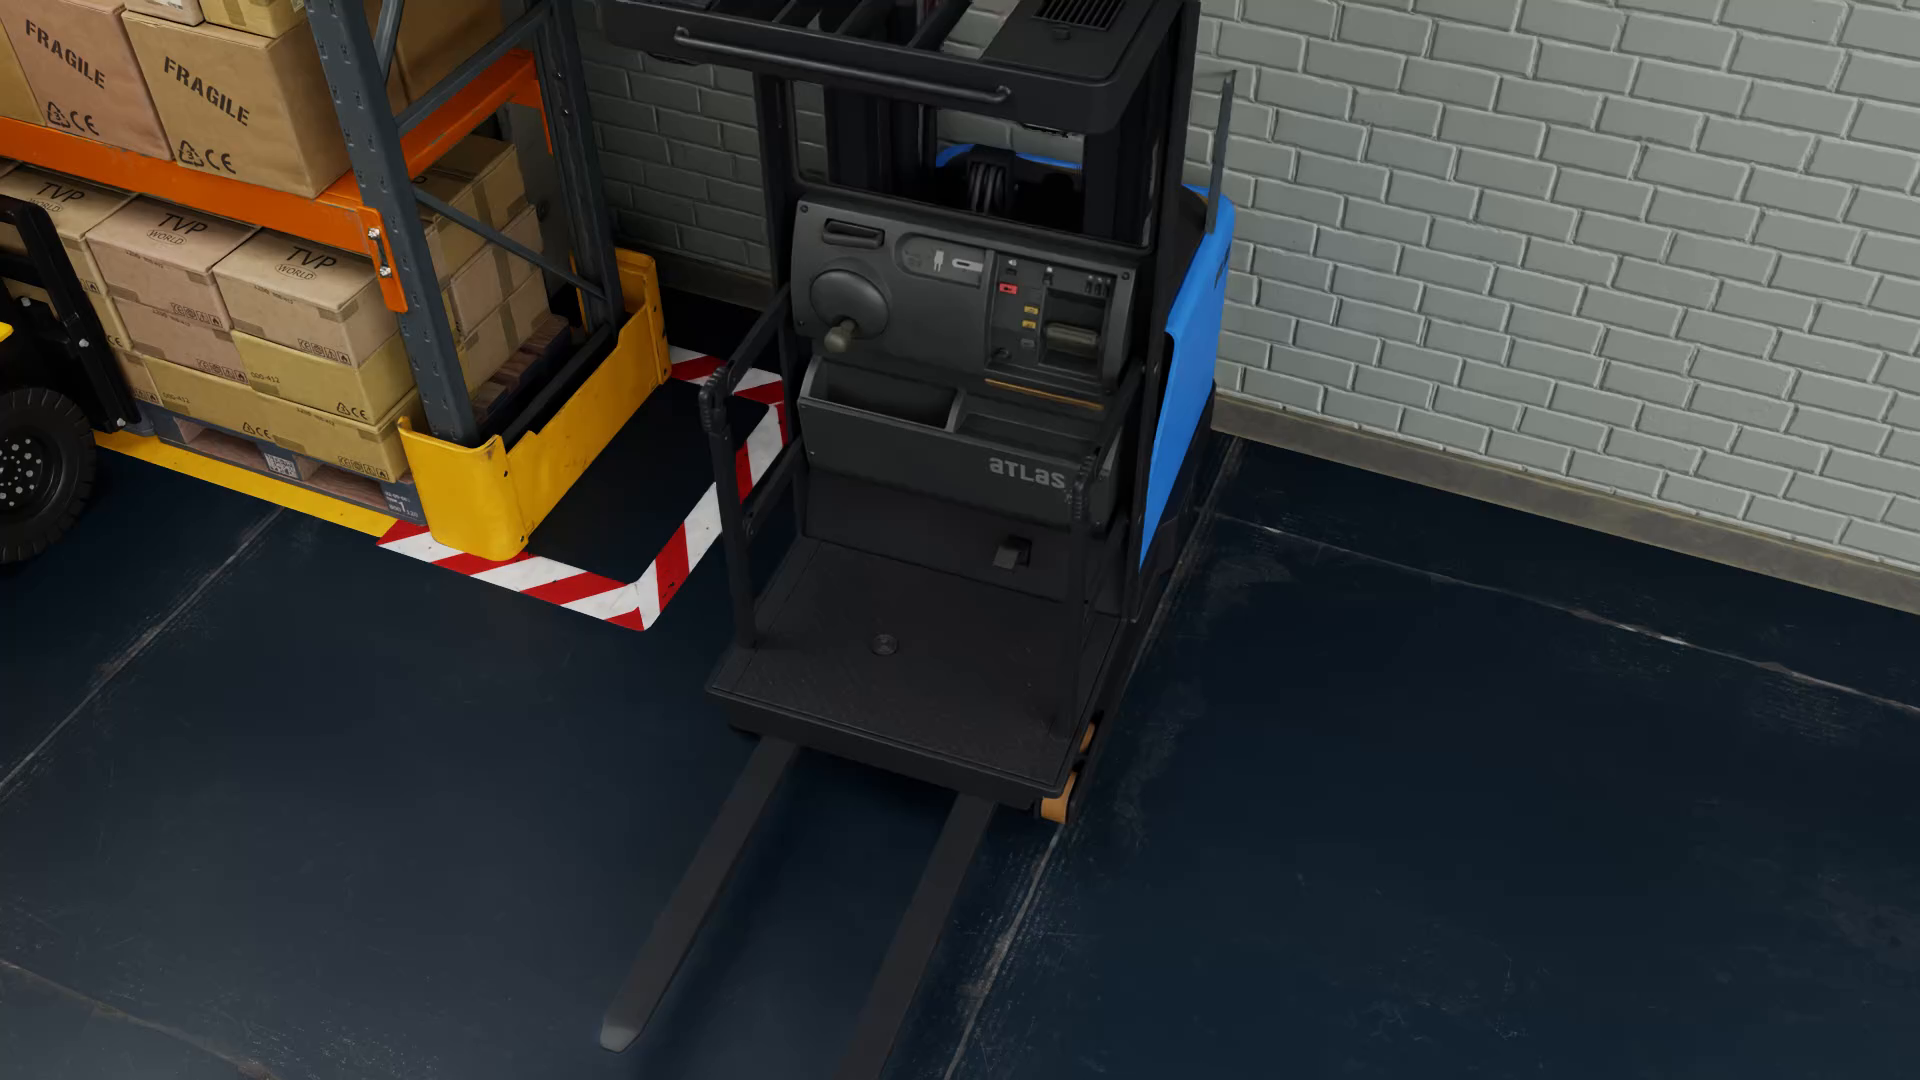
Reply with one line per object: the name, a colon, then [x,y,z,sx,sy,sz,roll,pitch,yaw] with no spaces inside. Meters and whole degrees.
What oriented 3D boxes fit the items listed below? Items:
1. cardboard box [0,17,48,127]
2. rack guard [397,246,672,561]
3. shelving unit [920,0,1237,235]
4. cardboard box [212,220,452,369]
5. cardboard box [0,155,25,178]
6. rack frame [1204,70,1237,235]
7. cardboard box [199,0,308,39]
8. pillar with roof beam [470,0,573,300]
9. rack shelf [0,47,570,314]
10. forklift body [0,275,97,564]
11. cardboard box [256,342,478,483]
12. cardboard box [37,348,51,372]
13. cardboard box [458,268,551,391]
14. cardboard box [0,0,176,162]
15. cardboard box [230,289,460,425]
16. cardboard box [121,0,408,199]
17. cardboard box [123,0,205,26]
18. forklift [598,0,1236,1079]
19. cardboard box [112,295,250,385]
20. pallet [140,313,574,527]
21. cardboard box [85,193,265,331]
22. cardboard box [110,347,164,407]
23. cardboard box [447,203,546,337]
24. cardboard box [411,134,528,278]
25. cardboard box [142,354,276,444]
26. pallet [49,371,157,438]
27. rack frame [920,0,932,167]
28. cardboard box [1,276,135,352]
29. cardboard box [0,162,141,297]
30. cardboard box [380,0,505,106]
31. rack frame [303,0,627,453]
cardboard box: [-2.998,-1.694,5.255,0.500,0.500,0.500,16,47,15]
rack guard: [-1.472,-0.517,5.915,0.348,0.500,1.175,16,47,16]
shelving unit: [0.320,-0.990,5.624,1.083,1.500,0.587,9,40,9]
cardboard box: [-2.040,-0.860,5.431,0.500,0.250,0.500,18,48,17]
cardboard box: [-3.447,-1.268,5.841,0.500,0.250,0.500,16,47,15]
rack frame: [0.825,-0.909,5.544,0.032,1.500,0.500,9,40,9]
cardboard box: [-1.922,-1.587,4.687,0.250,0.149,0.380,17,47,16]
pillar with roof beam: [-3.448,-1.510,0.887,0.400,9.000,9.100,16,47,16]
rack shelf: [-3.340,-1.698,5.840,4.000,0.370,1.077,16,47,16]
forklift body: [-3.947,-0.436,4.663,1.214,2.155,2.313,16,47,16]
cardboard box: [-2.050,-0.506,5.783,0.500,0.250,0.500,17,47,16]
cardboard box: [-3.451,-0.915,6.195,0.500,0.250,0.500,18,48,17]
cardboard box: [-1.873,-0.844,6.124,0.500,0.250,0.500,17,47,16]
cardboard box: [-2.525,-1.555,5.115,0.500,0.500,0.500,18,48,17]
cardboard box: [-2.064,-0.690,5.614,0.500,0.250,0.500,16,47,15]
cardboard box: [-2.050,-1.408,4.967,0.500,0.500,0.500,15,47,15]
cardboard box: [-2.170,-1.637,4.738,0.250,0.149,0.380,17,47,16]
forklift: [-0.076,-0.539,4.213,1.130,2.935,3.031,14,47,14]
cardboard box: [-2.523,-0.833,5.758,0.500,0.250,0.500,16,47,15]
pallet: [-2.217,-0.602,6.205,1.213,0.211,1.003,16,47,16]
cardboard box: [-2.513,-0.995,5.566,0.500,0.250,0.500,17,47,17]
cardboard box: [-2.963,-0.789,6.068,0.500,0.250,0.500,17,47,16]
cardboard box: [-1.849,-1.024,5.950,0.500,0.250,0.500,17,47,17]
cardboard box: [-1.865,-1.192,5.764,0.500,0.250,0.500,16,47,15]
cardboard box: [-2.505,-0.647,5.925,0.500,0.250,0.500,16,47,16]
pallet: [-3.339,-0.934,6.539,1.213,0.211,1.003,16,47,16]
rack frame: [-0.167,-1.068,5.702,0.032,1.500,0.500,9,40,9]
cardboard box: [-3.007,-0.959,5.885,0.500,0.250,0.500,15,47,15]
cardboard box: [-2.983,-1.126,5.697,0.500,0.250,0.500,17,47,16]
cardboard box: [-1.845,-1.760,5.322,0.500,0.500,0.500,18,48,17]
rack frame: [-1.495,-1.410,5.040,0.127,3.000,1.000,16,47,16]
